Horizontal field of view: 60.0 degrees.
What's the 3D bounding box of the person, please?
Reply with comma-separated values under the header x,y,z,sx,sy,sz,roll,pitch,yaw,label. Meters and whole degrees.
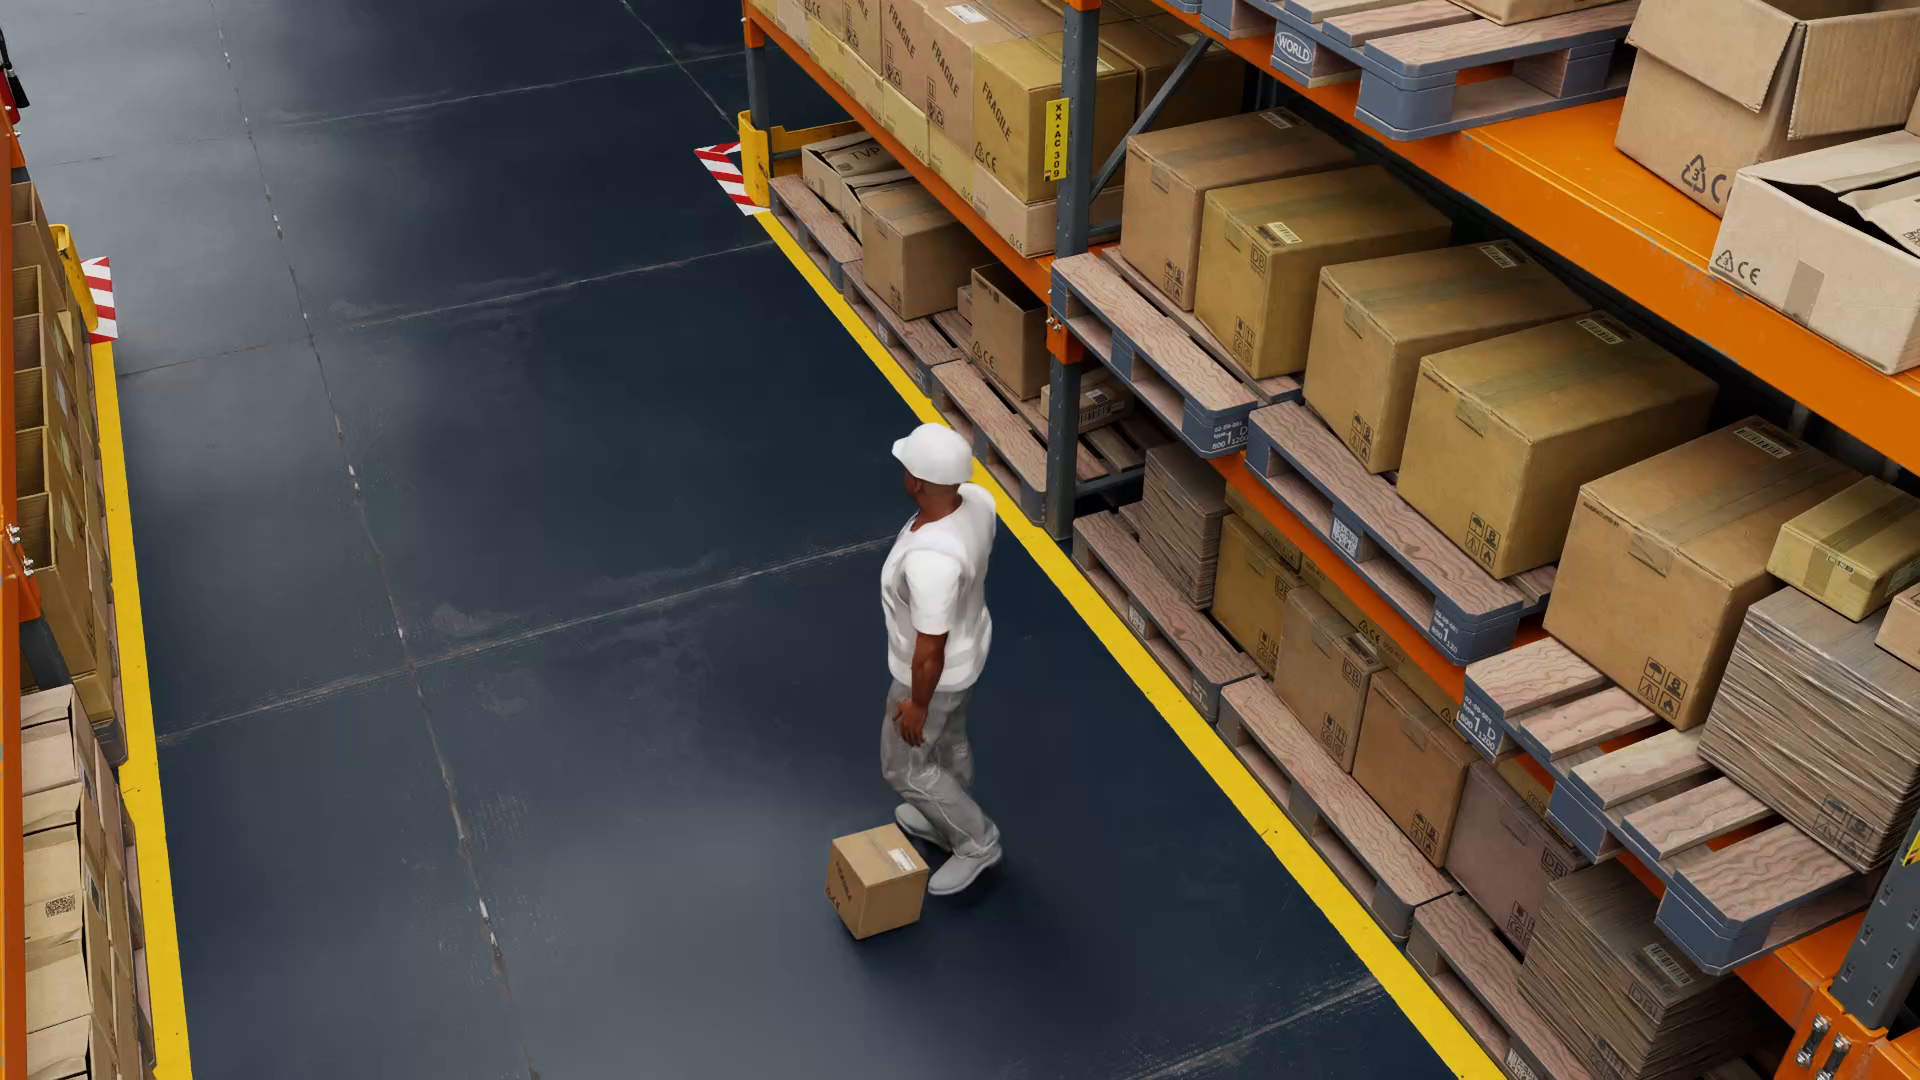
x,y,z,sx,sy,sz,roll,pitch,yaw,label
-0.027,0.409,5.582,0.443,1.766,0.653,10,38,13,person
